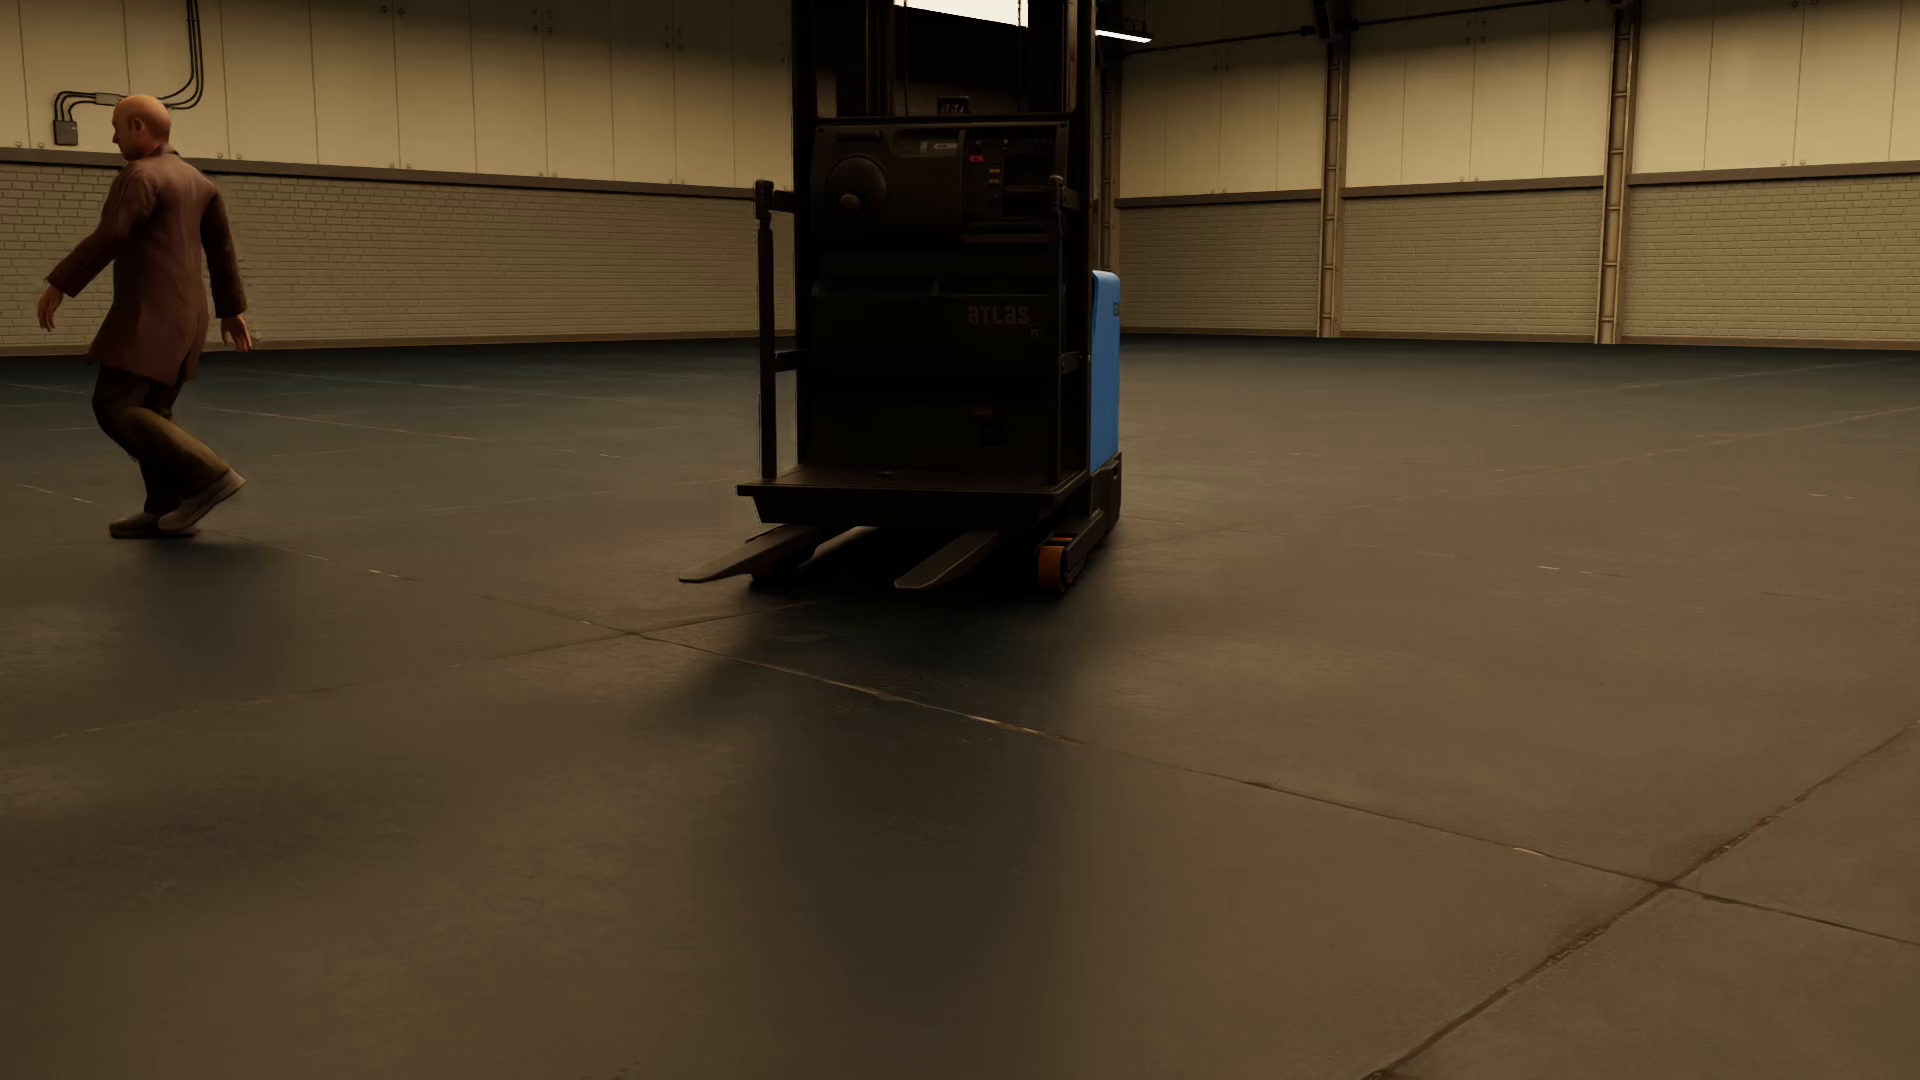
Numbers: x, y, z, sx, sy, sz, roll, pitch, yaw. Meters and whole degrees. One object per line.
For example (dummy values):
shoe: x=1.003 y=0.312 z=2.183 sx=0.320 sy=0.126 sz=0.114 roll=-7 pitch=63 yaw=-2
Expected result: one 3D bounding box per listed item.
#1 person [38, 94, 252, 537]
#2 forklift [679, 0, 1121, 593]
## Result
person: x=-3.184 y=-0.877 z=6.647 sx=0.651 sy=1.761 sz=0.852 roll=0 pitch=9 yaw=-2
forklift: x=-0.118 y=-1.331 z=5.712 sx=1.130 sy=2.935 sz=3.031 roll=2 pitch=9 yaw=12
